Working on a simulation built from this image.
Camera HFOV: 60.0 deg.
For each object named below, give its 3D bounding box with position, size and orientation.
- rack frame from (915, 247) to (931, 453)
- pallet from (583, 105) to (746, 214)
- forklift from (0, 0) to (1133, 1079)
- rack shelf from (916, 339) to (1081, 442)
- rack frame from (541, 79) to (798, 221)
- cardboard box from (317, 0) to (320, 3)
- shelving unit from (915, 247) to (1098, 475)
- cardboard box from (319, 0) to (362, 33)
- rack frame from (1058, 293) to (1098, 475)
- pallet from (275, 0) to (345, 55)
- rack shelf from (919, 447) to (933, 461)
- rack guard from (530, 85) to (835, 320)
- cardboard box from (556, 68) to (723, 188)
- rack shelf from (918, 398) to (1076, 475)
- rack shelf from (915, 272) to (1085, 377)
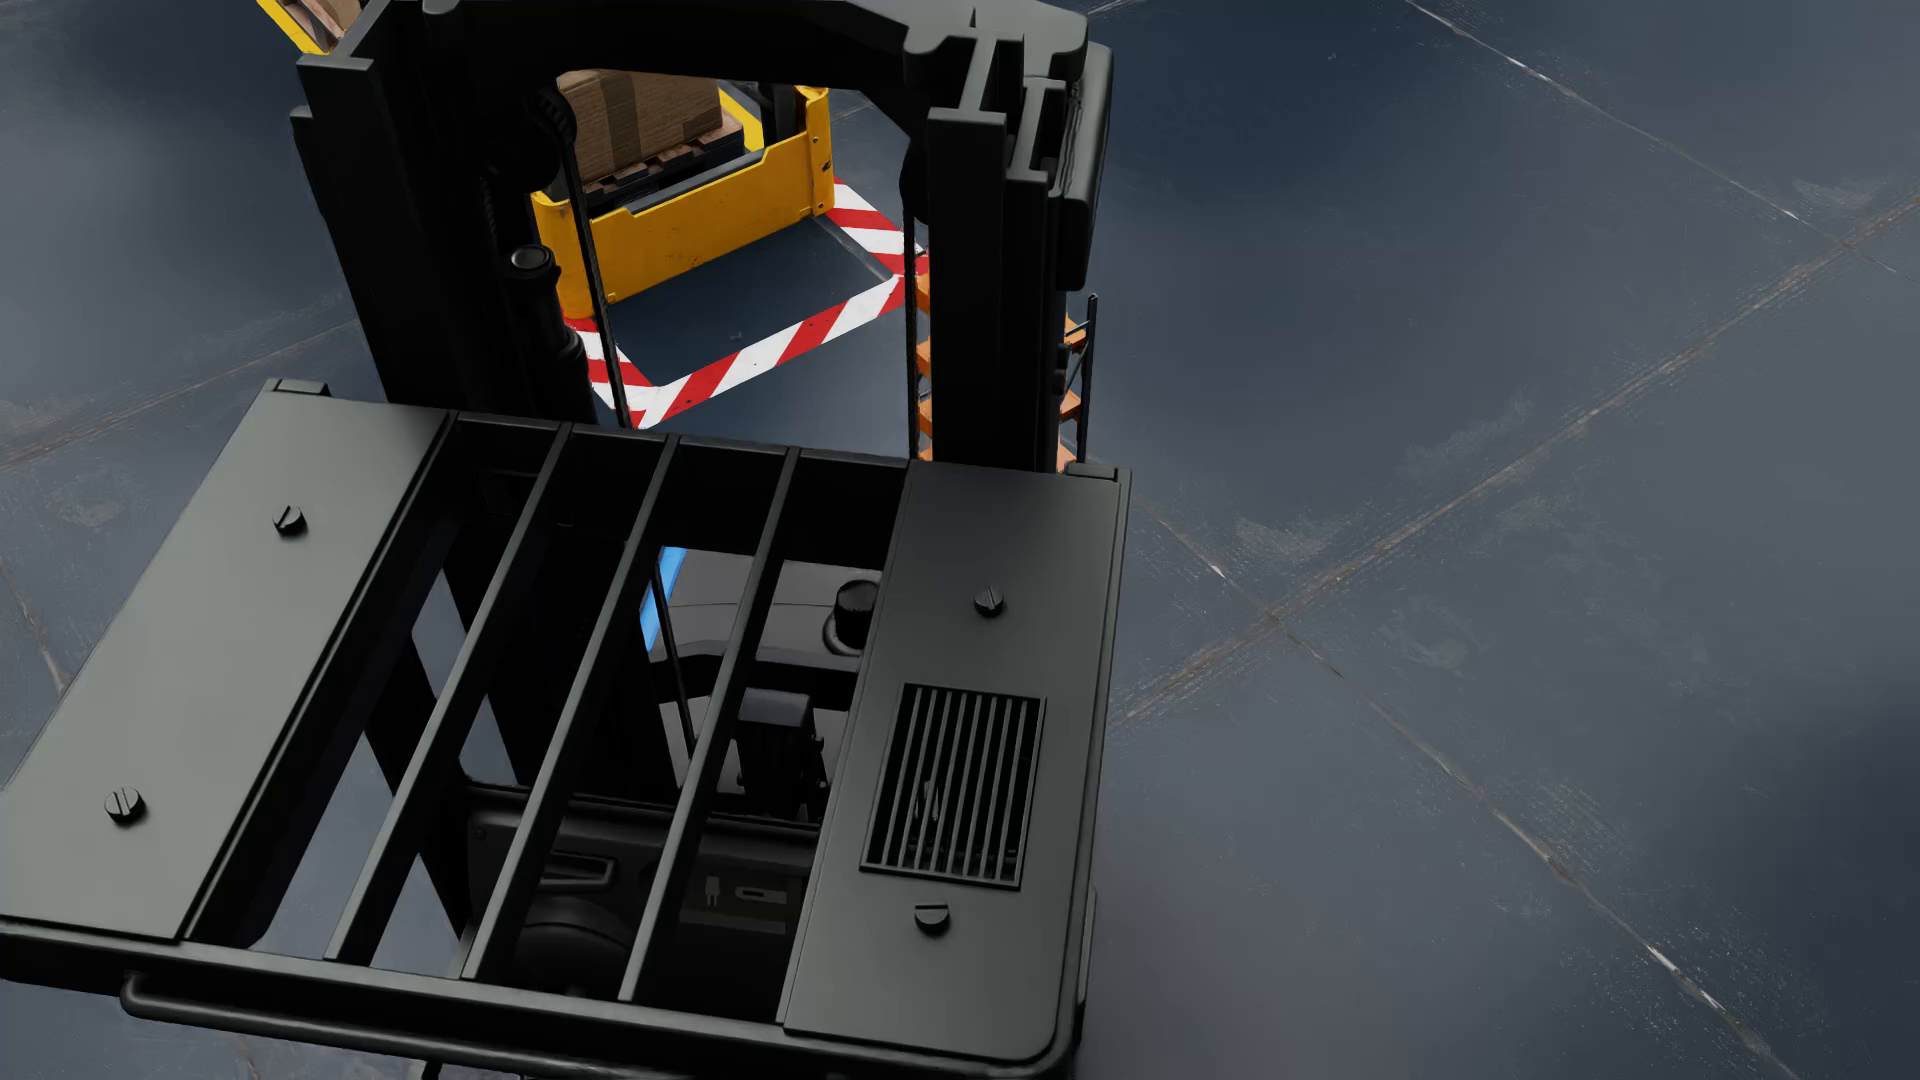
[{"bbox_3d":[-0.048,-0.449,4.847,0.240,1.200,0.015,-29,54,-24],"label":"rack frame"},{"bbox_3d":[-1.586,-1.654,6.607,1.003,0.211,1.213,-29,54,-24],"label":"pallet"},{"bbox_3d":[-0.376,0.770,2.574,1.130,2.935,3.031,6,48,6],"label":"forklift"},{"bbox_3d":[0.100,-0.410,4.601,0.258,0.148,0.480,-29,54,-24],"label":"rack shelf"},{"bbox_3d":[-1.040,-2.155,5.179,1.000,3.000,0.127,-29,54,-24],"label":"rack frame"},{"bbox_3d":[-2.625,-2.848,7.253,0.875,0.438,0.875,-31,55,-25],"label":"cardboard box"},{"bbox_3d":[0.100,-0.305,4.717,0.258,1.200,0.503,-29,54,-24],"label":"shelving unit"},{"bbox_3d":[-2.080,-2.315,6.770,0.875,0.438,0.875,-28,54,-23],"label":"cardboard box"},{"bbox_3d":[0.248,-0.162,4.587,0.240,1.200,0.015,-29,54,-24],"label":"rack frame"},{"bbox_3d":[-2.321,-2.373,7.259,1.003,0.211,1.213,-29,54,-24],"label":"pallet"},{"bbox_3d":[0.100,-0.127,4.914,0.258,0.148,0.480,-29,54,-24],"label":"rack shelf"},{"bbox_3d":[-1.025,-1.301,6.092,1.175,0.500,0.348,-29,54,-24],"label":"rack guard"},{"bbox_3d":[-1.519,-1.779,6.284,0.875,0.438,0.875,-31,55,-25],"label":"cardboard box"},{"bbox_3d":[0.100,-0.260,4.767,0.258,0.148,0.480,-29,54,-24],"label":"rack shelf"},{"bbox_3d":[0.100,-0.569,4.426,0.258,0.148,0.480,-29,54,-24],"label":"rack shelf"}]
